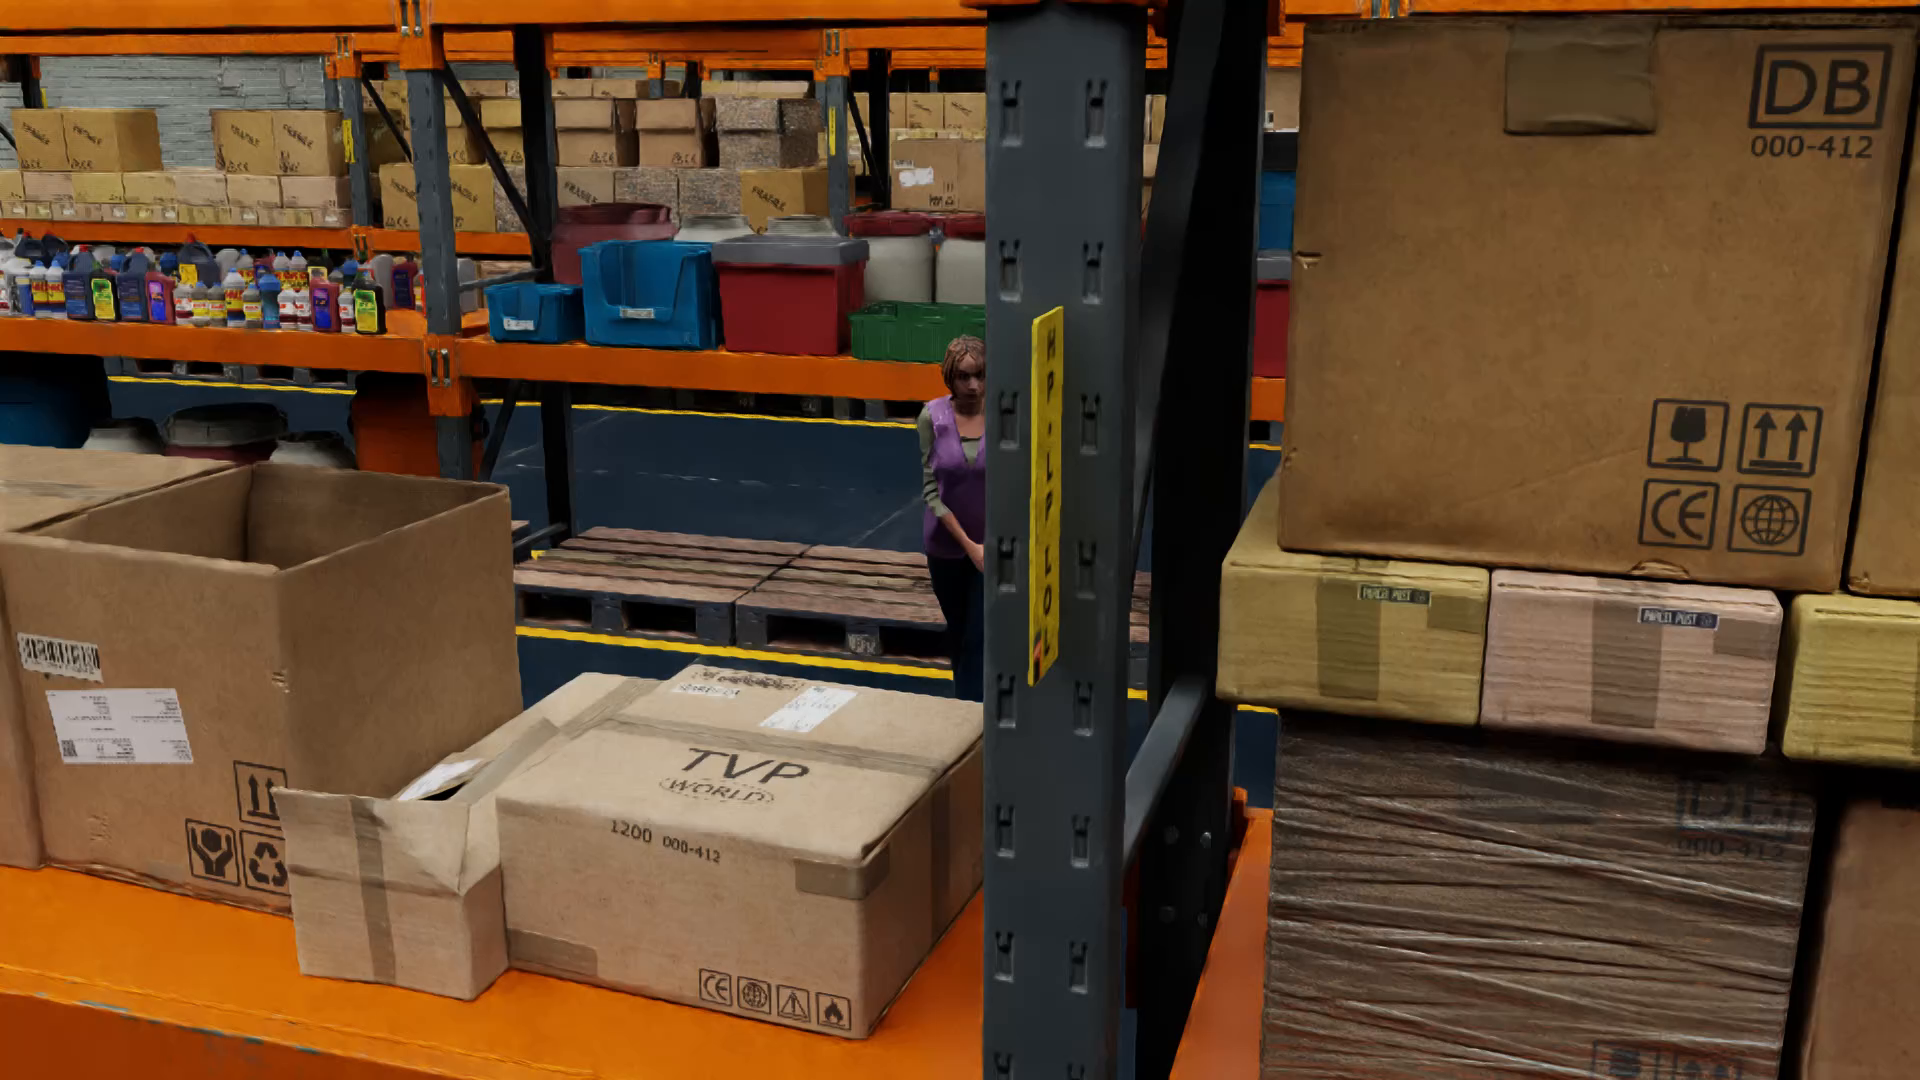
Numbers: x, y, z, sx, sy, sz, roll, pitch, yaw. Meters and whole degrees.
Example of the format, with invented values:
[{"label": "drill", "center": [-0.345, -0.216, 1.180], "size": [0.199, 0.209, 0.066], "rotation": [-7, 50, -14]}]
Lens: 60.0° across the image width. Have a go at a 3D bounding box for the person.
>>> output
[{"label": "person", "center": [0.069, 0.041, 5.986], "size": [0.415, 1.523, 0.764], "rotation": [1, 15, 5]}]
